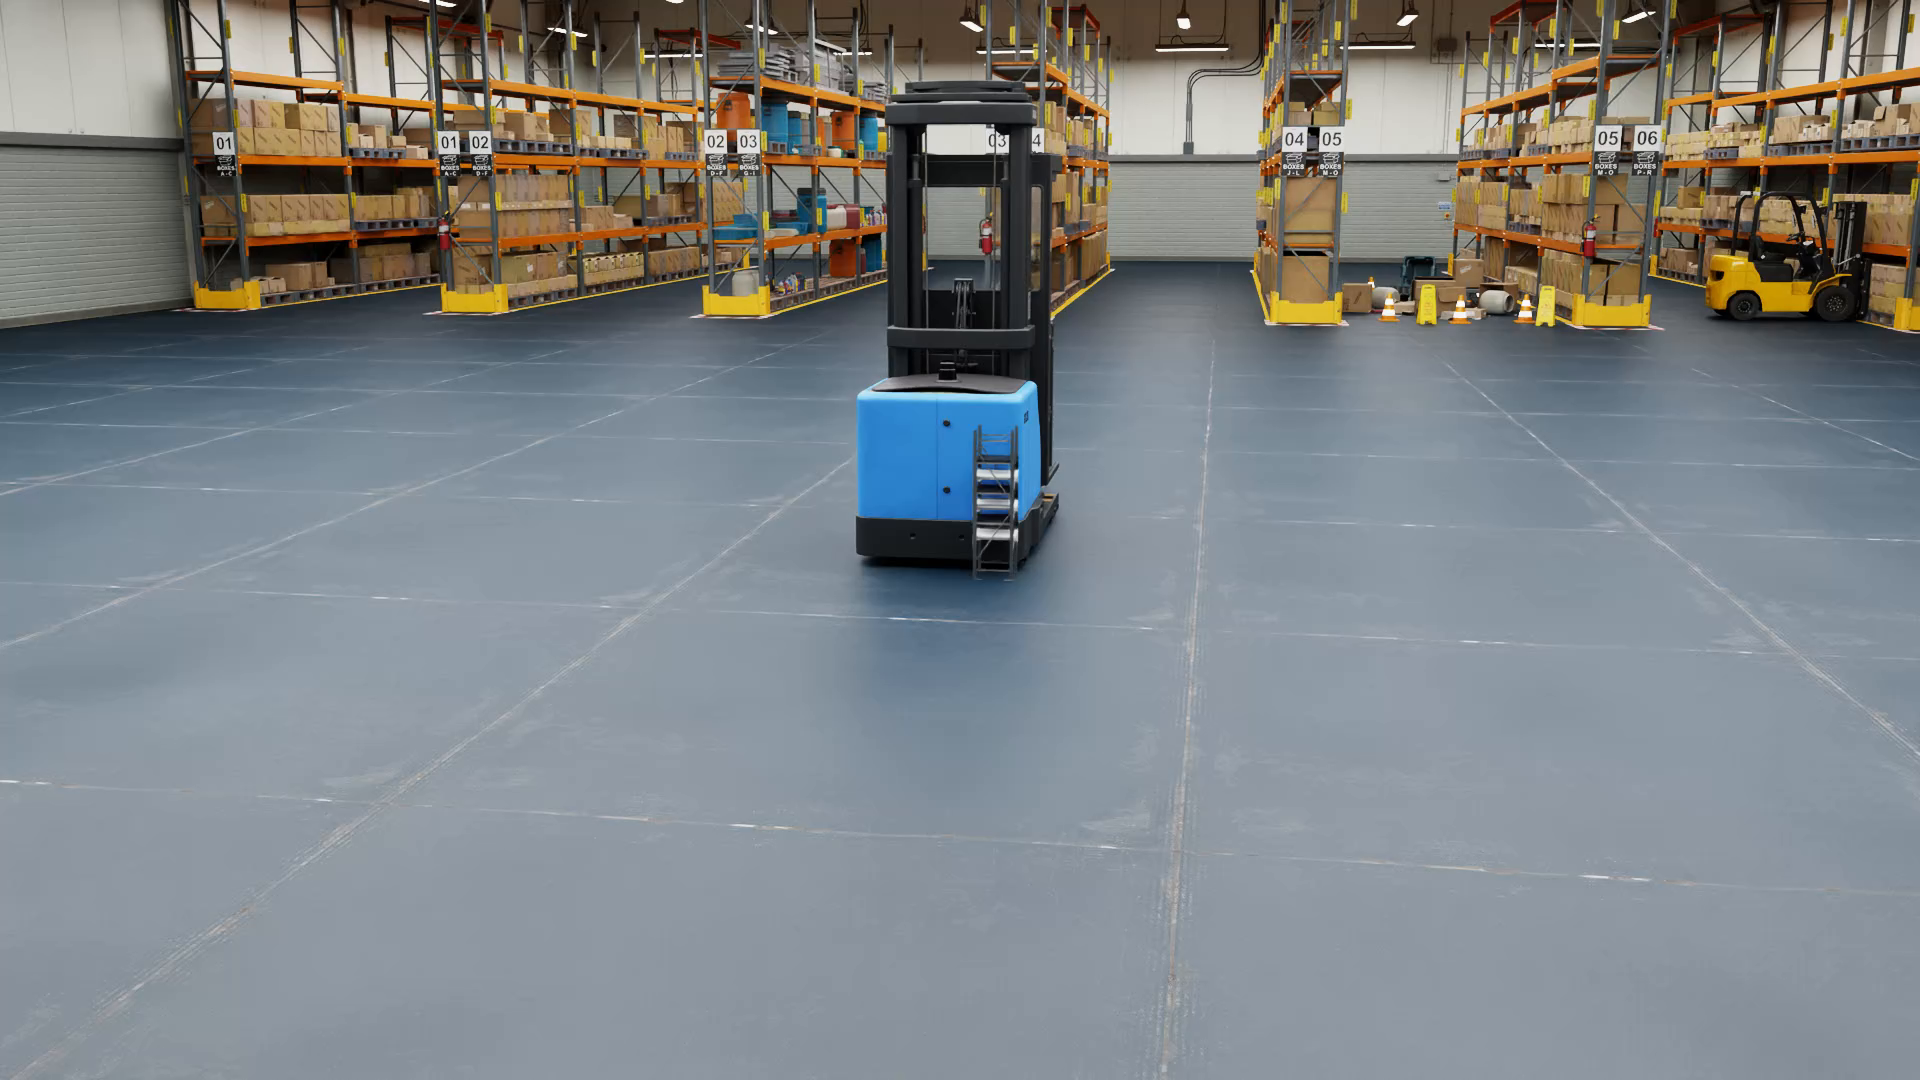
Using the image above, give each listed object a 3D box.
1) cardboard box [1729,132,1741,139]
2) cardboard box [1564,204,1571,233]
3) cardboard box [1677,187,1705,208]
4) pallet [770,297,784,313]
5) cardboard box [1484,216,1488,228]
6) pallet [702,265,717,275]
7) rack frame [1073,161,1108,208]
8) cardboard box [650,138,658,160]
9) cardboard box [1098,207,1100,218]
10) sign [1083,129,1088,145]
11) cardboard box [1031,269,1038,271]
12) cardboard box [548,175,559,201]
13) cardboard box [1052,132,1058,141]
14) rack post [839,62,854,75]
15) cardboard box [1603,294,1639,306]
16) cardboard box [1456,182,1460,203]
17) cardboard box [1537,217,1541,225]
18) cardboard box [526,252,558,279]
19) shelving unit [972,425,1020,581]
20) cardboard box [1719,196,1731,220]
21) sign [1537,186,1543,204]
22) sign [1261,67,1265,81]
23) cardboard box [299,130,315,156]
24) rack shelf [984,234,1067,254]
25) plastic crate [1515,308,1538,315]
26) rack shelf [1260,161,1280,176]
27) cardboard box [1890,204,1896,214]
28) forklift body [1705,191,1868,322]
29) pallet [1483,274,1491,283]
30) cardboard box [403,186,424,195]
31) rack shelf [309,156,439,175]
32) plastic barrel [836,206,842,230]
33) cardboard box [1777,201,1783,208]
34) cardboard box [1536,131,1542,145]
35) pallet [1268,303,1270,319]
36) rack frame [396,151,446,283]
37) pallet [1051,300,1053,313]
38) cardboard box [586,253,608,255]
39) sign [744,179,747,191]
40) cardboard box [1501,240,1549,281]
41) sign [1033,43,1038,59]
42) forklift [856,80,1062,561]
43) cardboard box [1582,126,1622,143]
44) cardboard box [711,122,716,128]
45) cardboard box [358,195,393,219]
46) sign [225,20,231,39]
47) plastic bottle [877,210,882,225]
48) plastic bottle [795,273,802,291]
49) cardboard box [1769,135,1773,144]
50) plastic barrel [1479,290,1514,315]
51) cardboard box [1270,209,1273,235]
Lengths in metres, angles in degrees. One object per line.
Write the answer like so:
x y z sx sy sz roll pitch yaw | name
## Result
16.824 -8.717 35.856 0.380 0.149 0.250 2 12 9 | cardboard box
10.705 -5.530 28.591 0.500 0.500 0.500 2 12 8 | cardboard box
17.531 -8.217 39.873 0.500 0.500 0.500 2 12 10 | cardboard box
-3.859 -4.311 30.494 1.003 0.211 1.213 2 12 9 | pallet
12.076 -7.134 37.331 0.500 0.250 0.500 2 12 8 | cardboard box
-6.896 -6.926 42.633 1.003 0.211 1.213 2 12 9 | pallet
3.400 -8.658 44.046 1.000 3.000 0.127 2 12 9 | rack frame
-7.506 -9.027 38.405 0.910 0.500 0.500 2 12 9 | cardboard box
3.198 -8.090 41.061 0.500 0.250 0.500 2 12 8 | cardboard box
2.706 -8.693 35.865 0.100 0.325 0.005 2 12 9 | sign
1.355 -4.810 31.128 0.500 0.500 0.500 1 12 4 | cardboard box
-8.372 -6.967 32.883 0.700 0.500 0.500 2 12 9 | cardboard box
1.593 -7.396 30.482 0.380 0.149 0.250 2 12 11 | cardboard box
-2.701 -10.503 37.145 0.624 0.289 0.986 2 12 9 | rack post
11.129 -4.026 28.085 0.500 0.250 0.500 2 12 8 | cardboard box
12.837 -8.784 42.020 0.500 0.500 0.500 2 12 7 | cardboard box
11.153 -6.037 31.486 0.380 0.149 0.250 2 12 9 | cardboard box
-8.250 -5.398 32.669 0.500 0.500 0.500 2 12 9 | cardboard box
0.212 -0.222 9.882 0.258 0.900 0.210 2 12 8 | shelving unit
16.987 -7.233 36.203 0.700 0.500 0.500 2 12 8 | cardboard box
10.798 -6.422 30.923 0.100 0.325 0.005 2 12 9 | sign
7.750 -11.922 42.546 0.100 0.325 0.005 2 12 9 | sign
-13.100 -7.832 32.808 0.500 0.500 0.500 1 12 6 | cardboard box
1.247 -5.392 30.599 1.077 0.370 4.000 2 12 9 | rack shelf
10.295 -4.111 29.880 0.402 0.080 0.583 -2 12 -11 | plastic crate
7.978 -9.174 41.031 1.077 0.370 4.000 2 12 9 | rack shelf
15.573 -5.451 27.388 0.380 0.149 0.250 2 12 8 | cardboard box
14.126 -4.885 28.554 2.313 2.155 1.214 2 12 9 | forklift body
12.533 -5.978 38.230 1.003 0.211 1.213 2 12 9 | pallet
-12.700 -8.147 38.907 0.500 0.250 0.500 2 12 10 | cardboard box
-12.821 -8.172 36.381 1.077 0.370 4.000 2 12 9 | rack shelf
-2.736 -6.899 35.619 0.421 0.512 0.421 0 12 0 | plastic barrel
16.445 -6.656 32.980 0.380 0.149 0.250 2 12 9 | cardboard box
11.456 -7.774 32.187 0.500 0.250 0.500 2 12 9 | cardboard box
5.871 -3.951 28.826 1.003 0.211 1.213 2 12 9 | pallet
-12.513 -7.474 38.553 1.000 3.000 0.127 2 12 9 | rack frame
1.111 -4.148 29.738 1.003 0.211 1.213 2 12 9 | pallet
-8.061 -6.240 37.028 0.500 0.311 0.500 2 12 7 | cardboard box
-5.842 -9.678 45.281 0.100 0.325 0.005 2 12 9 | sign
12.150 -5.979 35.663 0.875 0.875 0.875 2 12 8 | cardboard box
1.621 -10.476 35.652 0.100 0.325 0.005 2 12 9 | sign
0.100 -1.564 11.293 1.130 2.935 3.031 2 12 9 | forklift
10.544 -6.660 27.305 0.500 0.250 0.500 2 12 8 | cardboard box
-6.678 -10.457 42.665 0.700 0.500 0.500 2 12 9 | cardboard box
-12.853 -7.264 36.299 0.700 0.500 0.500 4 13 16 | cardboard box
-13.208 -9.219 30.005 0.100 0.325 0.005 2 12 9 | sign
-1.955 -7.721 39.817 0.144 0.351 0.185 2 12 9 | plastic bottle
-3.183 -5.057 32.582 0.144 0.351 0.185 1 12 6 | plastic bottle
16.513 -8.055 33.449 0.380 0.166 0.250 2 12 9 | cardboard box
9.553 -4.226 29.596 0.421 0.421 0.512 -10 16 -40 | plastic barrel
6.256 -6.144 32.146 0.500 0.500 0.500 2 12 8 | cardboard box
